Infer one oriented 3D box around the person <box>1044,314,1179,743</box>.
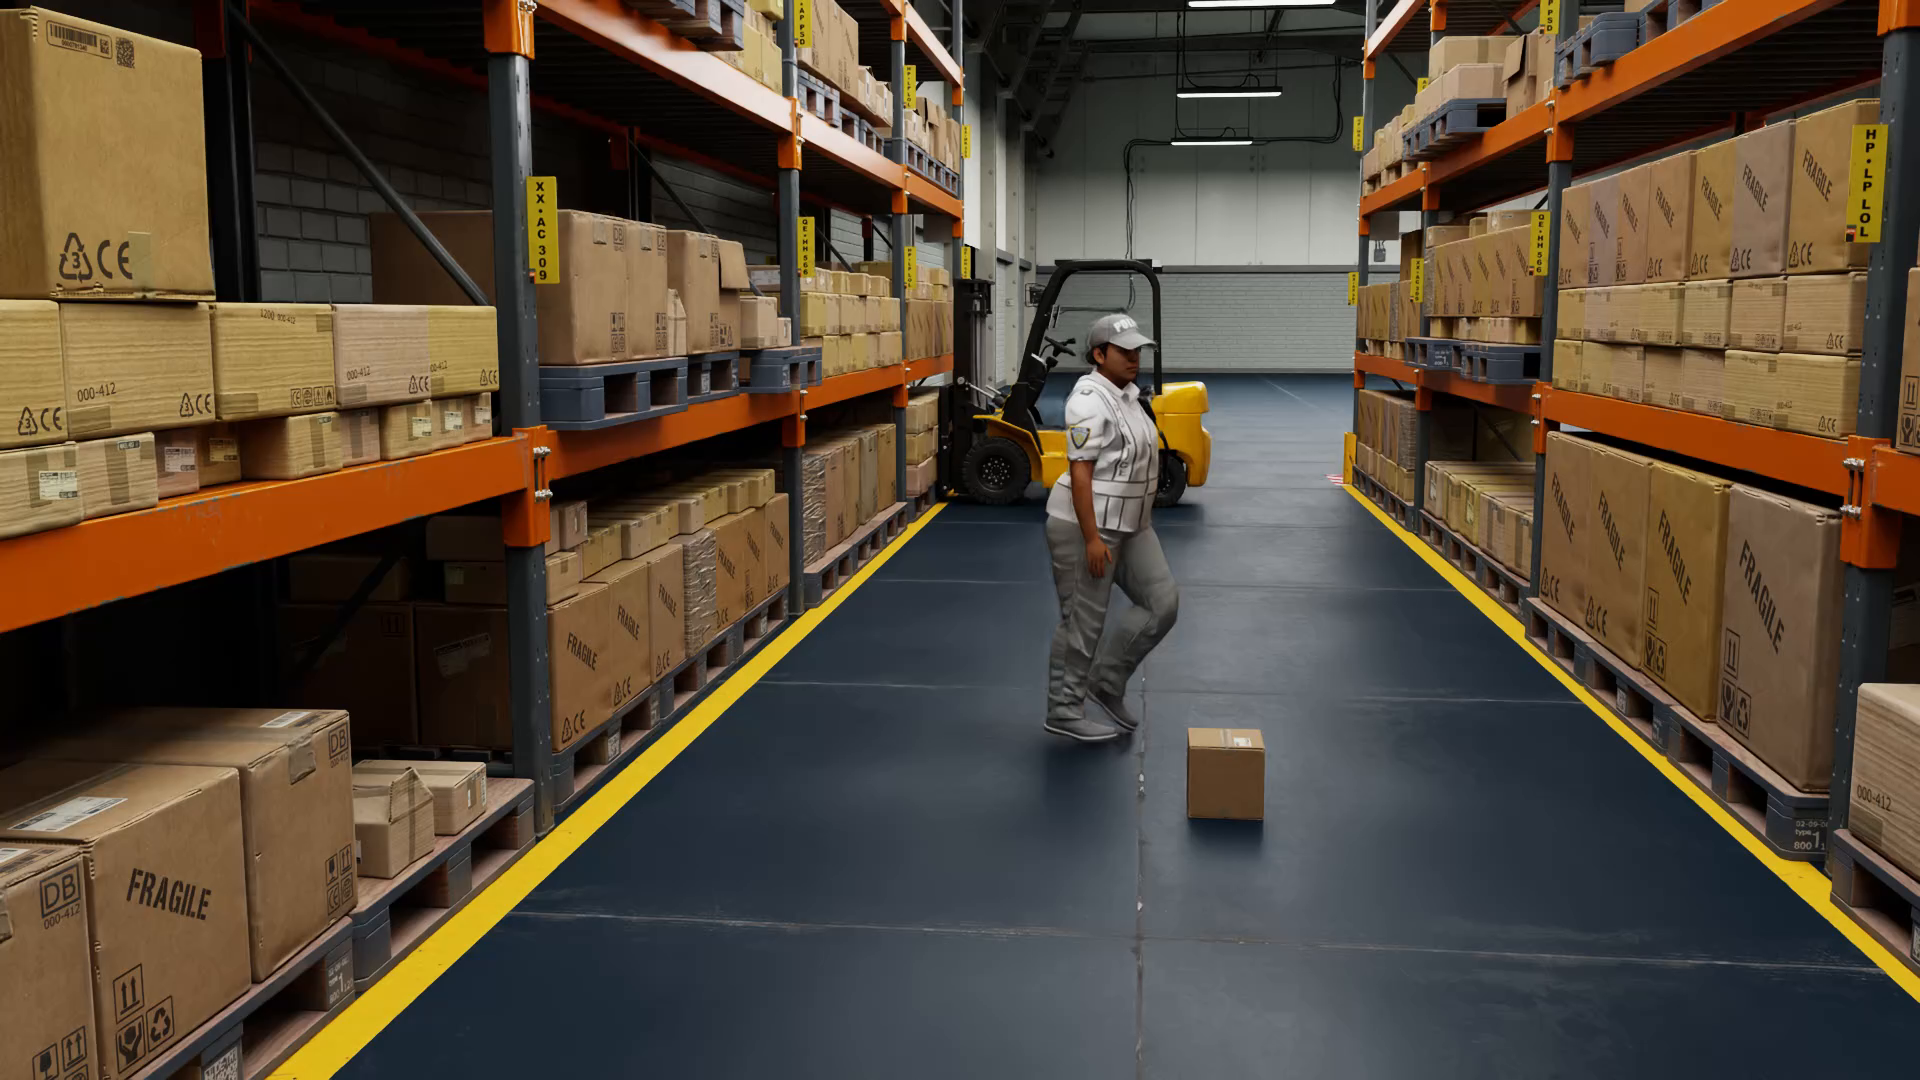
[{"bbox_3d":[0.565,-0.032,6.431,0.469,1.669,0.542,5,9,32],"label":"person"}]
